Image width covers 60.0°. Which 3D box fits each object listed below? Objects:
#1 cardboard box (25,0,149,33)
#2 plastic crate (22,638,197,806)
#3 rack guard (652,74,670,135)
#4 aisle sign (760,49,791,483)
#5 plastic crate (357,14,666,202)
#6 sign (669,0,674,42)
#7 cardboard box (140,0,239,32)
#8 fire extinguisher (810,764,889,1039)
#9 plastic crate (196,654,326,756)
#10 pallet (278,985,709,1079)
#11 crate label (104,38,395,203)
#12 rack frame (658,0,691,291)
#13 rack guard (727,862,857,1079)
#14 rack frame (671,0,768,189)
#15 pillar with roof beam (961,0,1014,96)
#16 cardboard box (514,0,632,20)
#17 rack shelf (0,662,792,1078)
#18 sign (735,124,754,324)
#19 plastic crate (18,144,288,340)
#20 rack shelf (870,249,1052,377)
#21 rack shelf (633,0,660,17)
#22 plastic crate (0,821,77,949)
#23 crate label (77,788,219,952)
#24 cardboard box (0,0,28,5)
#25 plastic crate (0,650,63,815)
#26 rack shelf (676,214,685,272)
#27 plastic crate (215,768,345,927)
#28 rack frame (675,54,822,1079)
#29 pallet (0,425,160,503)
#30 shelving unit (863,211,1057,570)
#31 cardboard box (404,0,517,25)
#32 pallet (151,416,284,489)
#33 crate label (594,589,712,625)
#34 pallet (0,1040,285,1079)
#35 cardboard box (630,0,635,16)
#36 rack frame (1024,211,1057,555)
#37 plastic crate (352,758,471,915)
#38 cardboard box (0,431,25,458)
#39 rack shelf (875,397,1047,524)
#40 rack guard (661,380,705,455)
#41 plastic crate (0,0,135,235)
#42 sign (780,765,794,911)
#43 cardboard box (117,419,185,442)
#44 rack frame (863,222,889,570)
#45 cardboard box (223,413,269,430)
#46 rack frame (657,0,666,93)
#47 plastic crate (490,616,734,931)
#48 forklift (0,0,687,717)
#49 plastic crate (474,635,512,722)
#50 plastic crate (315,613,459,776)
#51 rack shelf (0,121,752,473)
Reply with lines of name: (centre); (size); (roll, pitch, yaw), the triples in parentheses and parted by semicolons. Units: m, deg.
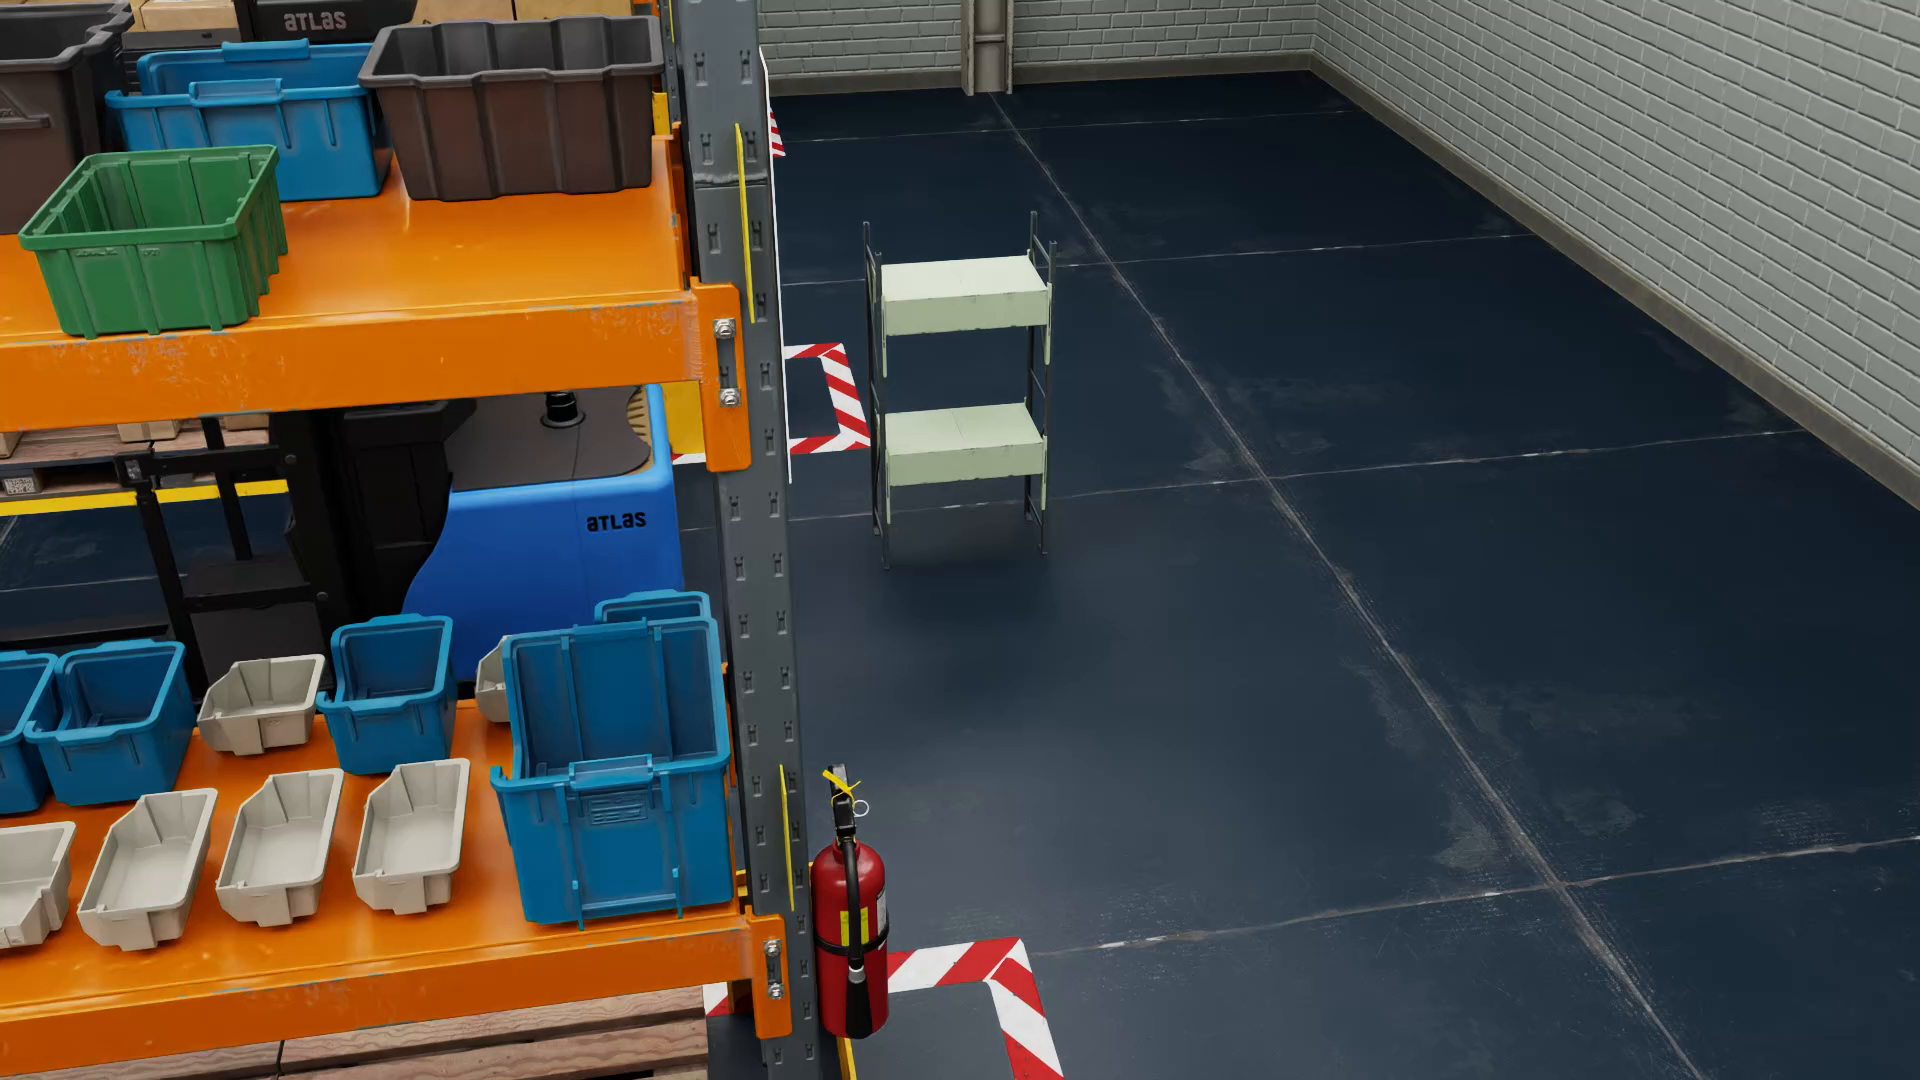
cardboard box: (-3.780, -2.141, 7.347); (0.500, 0.500, 0.500); (-6, 31, -10)
plastic crate: (-2.081, 0.460, 4.115); (0.300, 0.233, 0.416); (-5, 31, -9)
rack guard: (-2.245, -3.430, 13.089); (0.348, 0.500, 1.175); (-5, 31, -9)
aisle sign: (-0.360, -0.547, 3.155); (0.004, 0.787, 0.394); (-5, 31, -9)
plastic crate: (-0.913, -0.906, 3.501); (0.590, 0.269, 0.497); (-5, 31, -9)
sign: (-1.292, -2.392, 7.405); (0.005, 0.325, 0.100); (-5, 31, -9)
cardboard box: (-3.272, -2.189, 7.428); (0.500, 0.500, 0.500); (-4, 31, -7)
fire extinguisher: (-0.254, 0.842, 3.804); (0.183, 0.674, 0.296); (-5, 31, -9)
plastic crate: (-1.784, 0.431, 4.259); (0.298, 0.136, 0.250); (-5, 31, -9)
pallet: (-1.302, 1.693, 4.663); (1.213, 0.211, 1.003); (-5, 31, -9)
crate label: (-1.450, -0.871, 3.460); (0.502, 0.251, 0.408); (-5, 31, -9)
rack frame: (-1.373, -2.035, 8.252); (0.127, 3.000, 1.000); (-5, 31, -9)
rack guard: (-0.463, 1.503, 4.700); (0.348, 0.500, 1.175); (-5, 31, -9)
rack frame: (-0.484, -2.151, 2.531); (0.127, 3.000, 1.000); (-5, 31, -9)
pillar with roof beam: (1.007, -5.622, 8.434); (0.400, 9.000, 9.100); (-5, 31, -9)
cardboard box: (-1.761, -2.332, 7.671); (0.500, 0.500, 0.500); (-6, 31, -9)
rack shelf: (-2.451, 0.927, 3.923); (4.000, 0.370, 1.077); (-5, 31, -9)
sign: (-0.369, -0.541, 2.854); (0.005, 0.325, 0.100); (-5, 31, -9)
plastic crate: (-1.403, -0.535, 2.950); (0.336, 0.188, 0.450); (-5, 31, -9)
rack shelf: (-0.007, -0.982, 7.171); (0.720, 0.370, 0.431); (-5, 31, -9)
rack shelf: (-4.236, -4.012, 12.324); (4.000, 0.370, 1.077); (-5, 31, -9)
plastic crate: (-2.099, 0.780, 3.665); (0.250, 0.136, 0.298); (-5, 31, -9)
crate label: (-1.811, 0.744, 3.726); (0.243, 0.136, 0.396); (-5, 31, -9)
cardboard box: (-4.286, -2.094, 7.267); (0.500, 0.500, 0.500); (-6, 31, -10)
plastic crate: (-2.377, 0.487, 4.069); (0.300, 0.233, 0.416); (-5, 31, -9)
rack shelf: (-3.340, -1.543, 8.124); (4.000, 0.370, 1.077); (-5, 31, -9)
plastic crate: (-1.541, 0.706, 3.790); (0.243, 0.136, 0.396); (-5, 31, -9)
rack frame: (-0.484, 0.435, 4.052); (0.127, 3.000, 1.000); (-5, 31, -9)
pallet: (-4.631, -0.530, 8.444); (1.213, 0.211, 1.003); (-5, 31, -9)
shelving unit: (-0.007, -0.646, 7.369); (0.755, 1.500, 0.431); (-5, 31, -9)
cardboard box: (-2.258, -2.285, 7.592); (0.500, 0.500, 0.500); (-4, 31, -8)
pallet: (-3.429, -0.643, 8.636); (1.213, 0.211, 1.003); (-5, 31, -9)
crate label: (-0.786, 0.339, 4.320); (0.303, 0.233, 0.416); (-5, 31, -9)
pallet: (-2.500, 1.802, 4.477); (1.213, 0.211, 1.003); (-5, 31, -9)
cardboard box: (-1.857, -2.600, 8.128); (0.500, 0.500, 0.500); (-4, 31, -7)
rack frame: (0.353, -0.679, 7.426); (0.023, 1.500, 0.400); (-5, 31, -9)
plastic crate: (-1.254, 0.687, 3.823); (0.243, 0.136, 0.396); (-5, 31, -9)
cardboard box: (-4.855, -0.631, 8.083); (0.500, 0.311, 0.500); (-5, 31, -9)
rack shelf: (-0.007, -0.365, 7.534); (0.720, 0.370, 0.431); (-5, 31, -9)
rack guard: (-1.447, -0.951, 8.874); (0.348, 0.500, 1.175); (-5, 31, -9)
plastic crate: (-2.036, -0.829, 3.303); (0.767, 0.338, 0.504); (-5, 31, -9)
sign: (-0.369, 0.637, 3.546); (0.005, 0.325, 0.100); (-5, 31, -9)
cardboard box: (-4.006, -0.653, 8.262); (0.250, 0.166, 0.380); (-5, 31, -9)
rack frame: (-0.367, -0.612, 7.312); (0.023, 1.500, 0.400); (-5, 31, -9)
cardboard box: (-3.460, -0.958, 8.448); (0.637, 0.503, 0.797); (-5, 31, -9)
rack frame: (-2.268, -4.505, 12.452); (0.127, 3.000, 1.000); (-5, 31, -9)
plastic crate: (-0.780, 0.517, 3.817); (0.499, 0.435, 0.616); (-5, 31, -9)
forklift: (-2.610, -0.658, 5.978); (3.031, 2.935, 1.130); (-6, 31, -10)
plastic crate: (-1.117, 0.369, 4.364); (0.298, 0.136, 0.250); (-5, 31, -9)
plastic crate: (-1.434, 0.399, 4.217); (0.300, 0.233, 0.416); (-5, 31, -9)
rack shelf: (-2.451, -0.366, 3.163); (4.000, 0.370, 1.077); (-5, 31, -9)
